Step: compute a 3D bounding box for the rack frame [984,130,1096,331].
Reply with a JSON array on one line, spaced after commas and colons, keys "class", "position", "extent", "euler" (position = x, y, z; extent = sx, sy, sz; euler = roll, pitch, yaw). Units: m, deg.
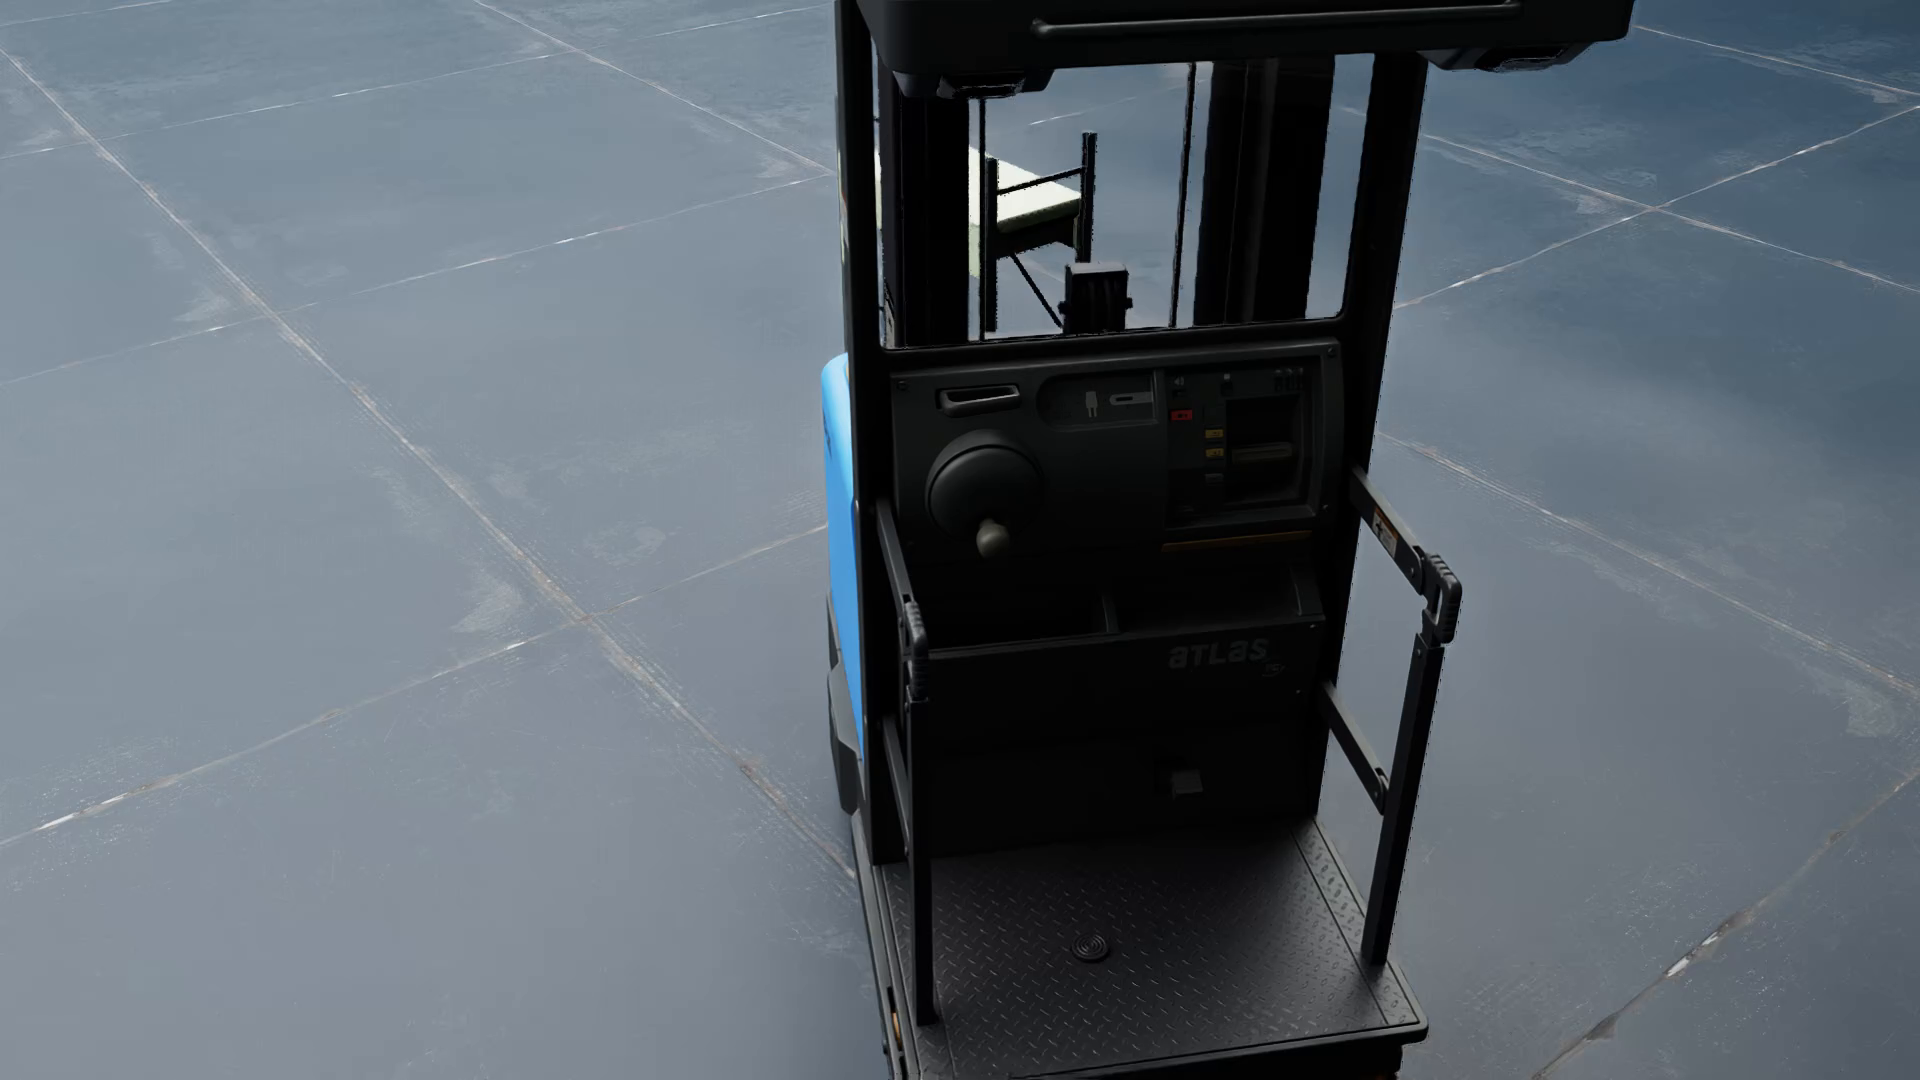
[{"class": "rack frame", "position": [0.229, -0.482, 5.104], "extent": [0.400, 1.500, 0.023], "euler": [-22, 38, -31]}]

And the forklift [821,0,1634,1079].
[{"class": "forklift", "position": [0.364, -0.129, 3.179], "extent": [1.130, 2.935, 3.031], "euler": [-5, 32, -8]}]

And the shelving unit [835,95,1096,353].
[{"class": "shelving unit", "position": [0.004, -0.634, 5.350], "extent": [0.431, 1.500, 0.755], "euler": [-22, 38, -31]}]

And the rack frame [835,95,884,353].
[{"class": "rack frame", "position": [-0.220, -0.787, 5.595], "extent": [0.400, 1.500, 0.023], "euler": [-22, 38, -31]}]

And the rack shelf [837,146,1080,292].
[{"class": "rack shelf", "position": [0.004, -0.966, 5.144], "extent": [0.431, 0.370, 0.720], "euler": [-22, 38, -31]}]
